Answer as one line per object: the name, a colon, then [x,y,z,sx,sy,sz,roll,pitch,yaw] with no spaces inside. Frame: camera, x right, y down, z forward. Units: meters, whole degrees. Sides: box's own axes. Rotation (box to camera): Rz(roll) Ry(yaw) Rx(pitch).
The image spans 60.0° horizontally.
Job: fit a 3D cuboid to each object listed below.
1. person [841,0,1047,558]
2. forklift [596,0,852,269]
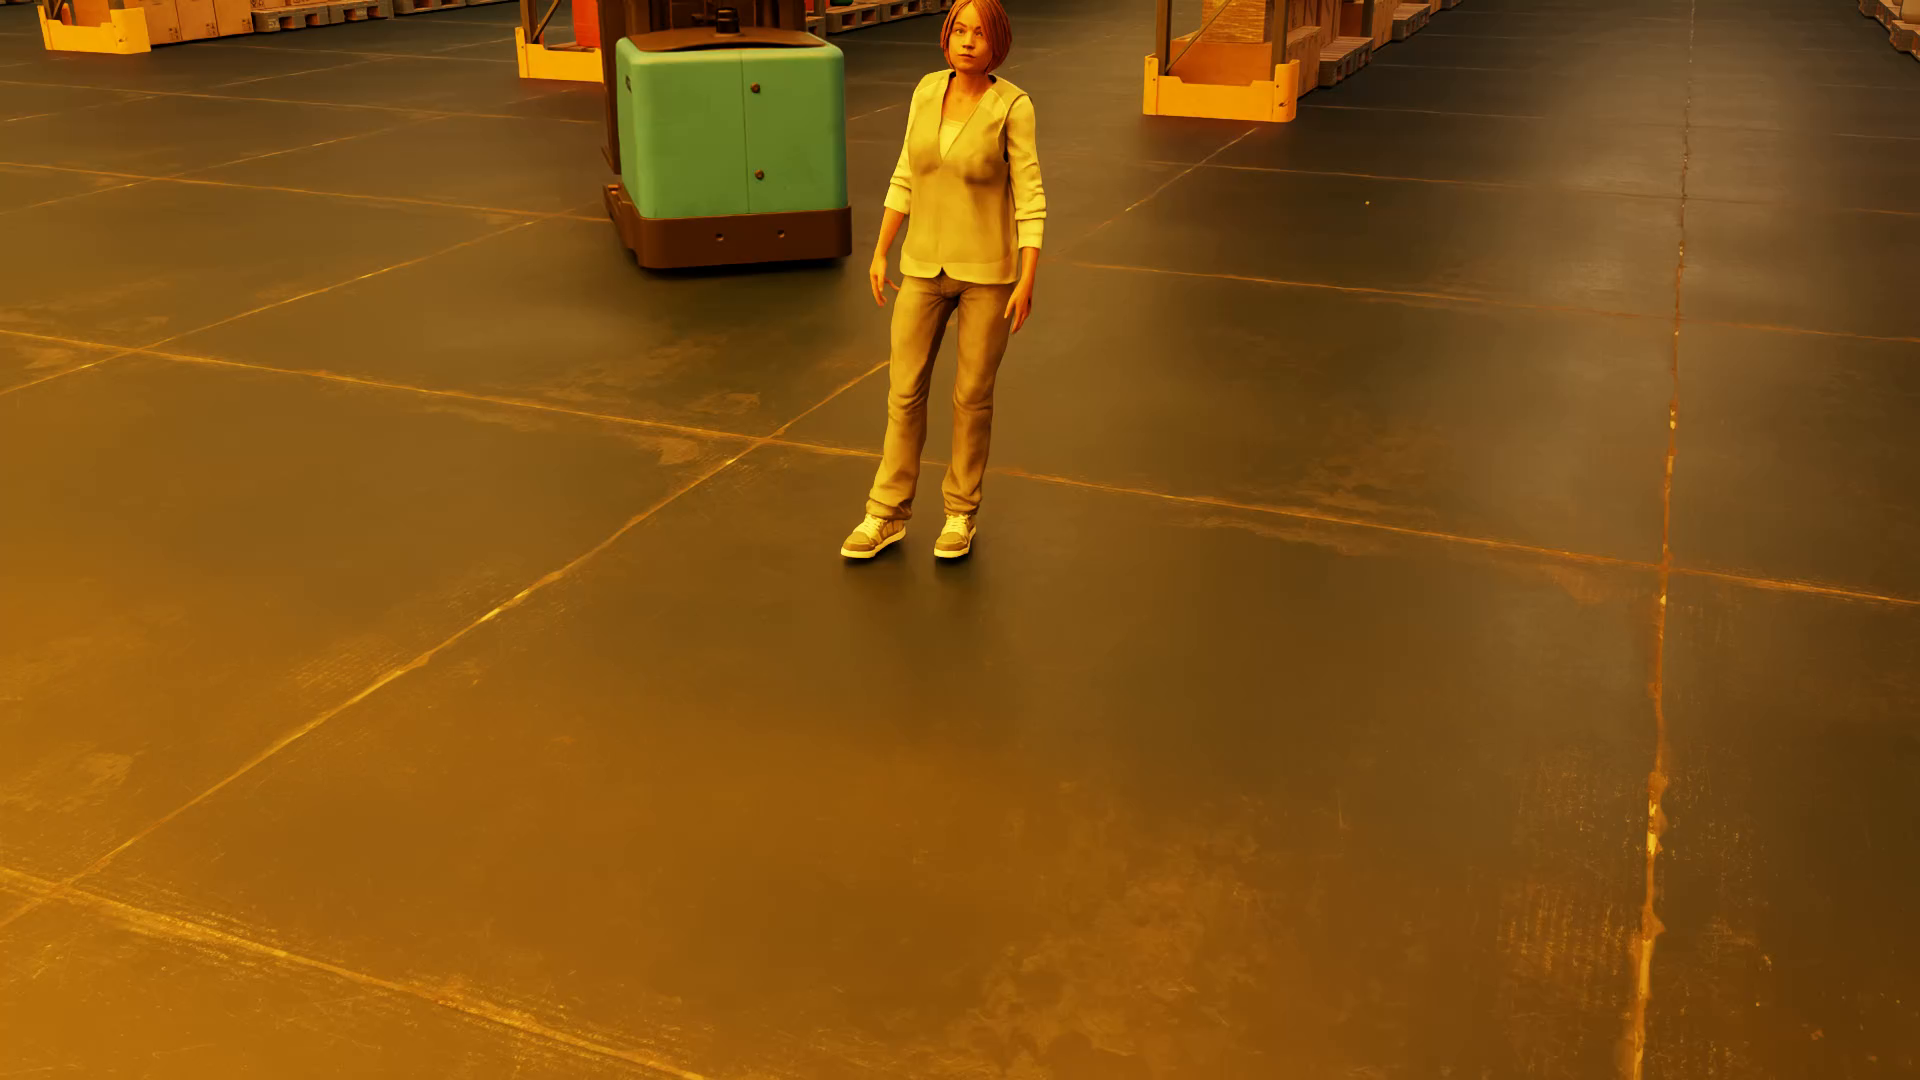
person: [-0.041,-0.720,4.725,0.520,1.597,0.475,9,24,21]
forklift: [-1.436,-3.205,8.961,1.130,2.935,3.031,-6,23,-15]
